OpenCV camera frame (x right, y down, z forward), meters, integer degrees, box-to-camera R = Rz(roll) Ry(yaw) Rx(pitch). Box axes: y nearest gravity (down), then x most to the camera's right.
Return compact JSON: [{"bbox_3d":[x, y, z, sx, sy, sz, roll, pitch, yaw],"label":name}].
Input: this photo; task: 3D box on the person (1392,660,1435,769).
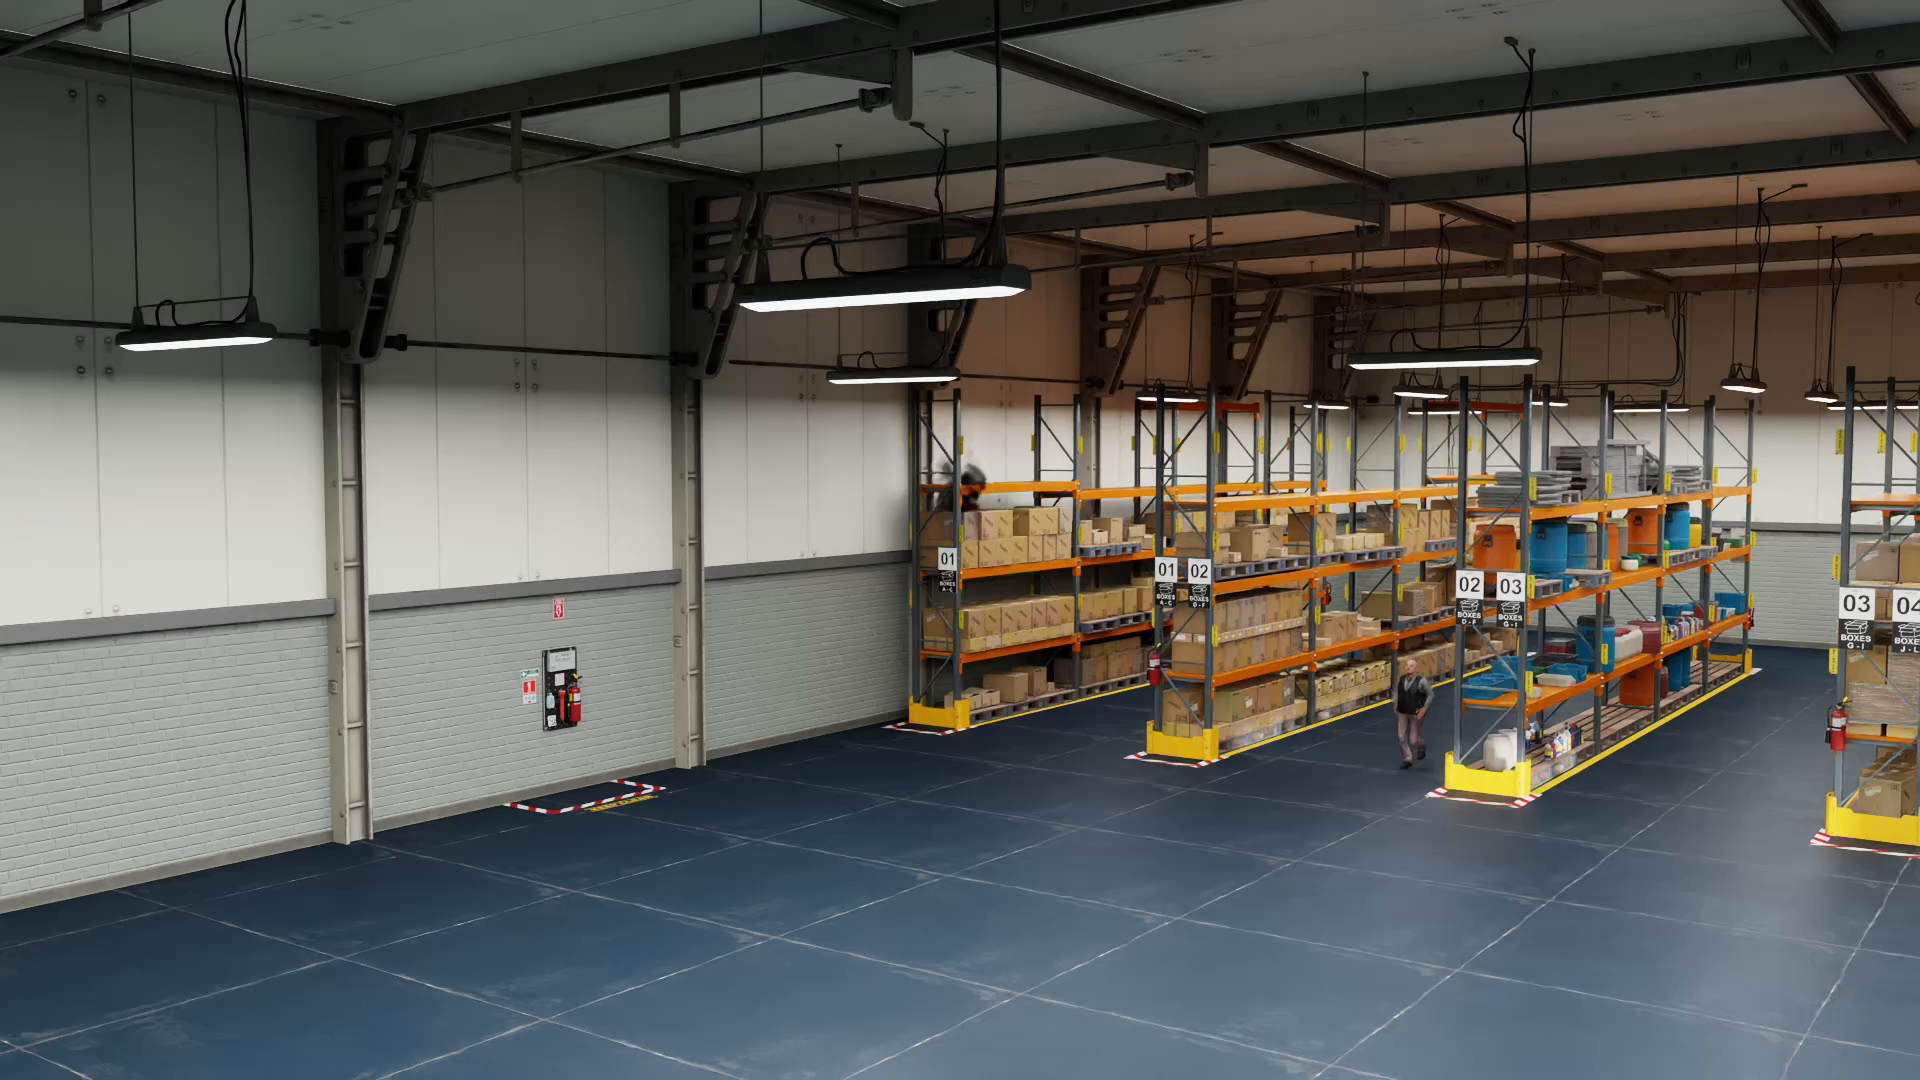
[{"bbox_3d":[7.031,2.693,25.821,0.683,1.683,0.621,3,4,38],"label":"person"}]
